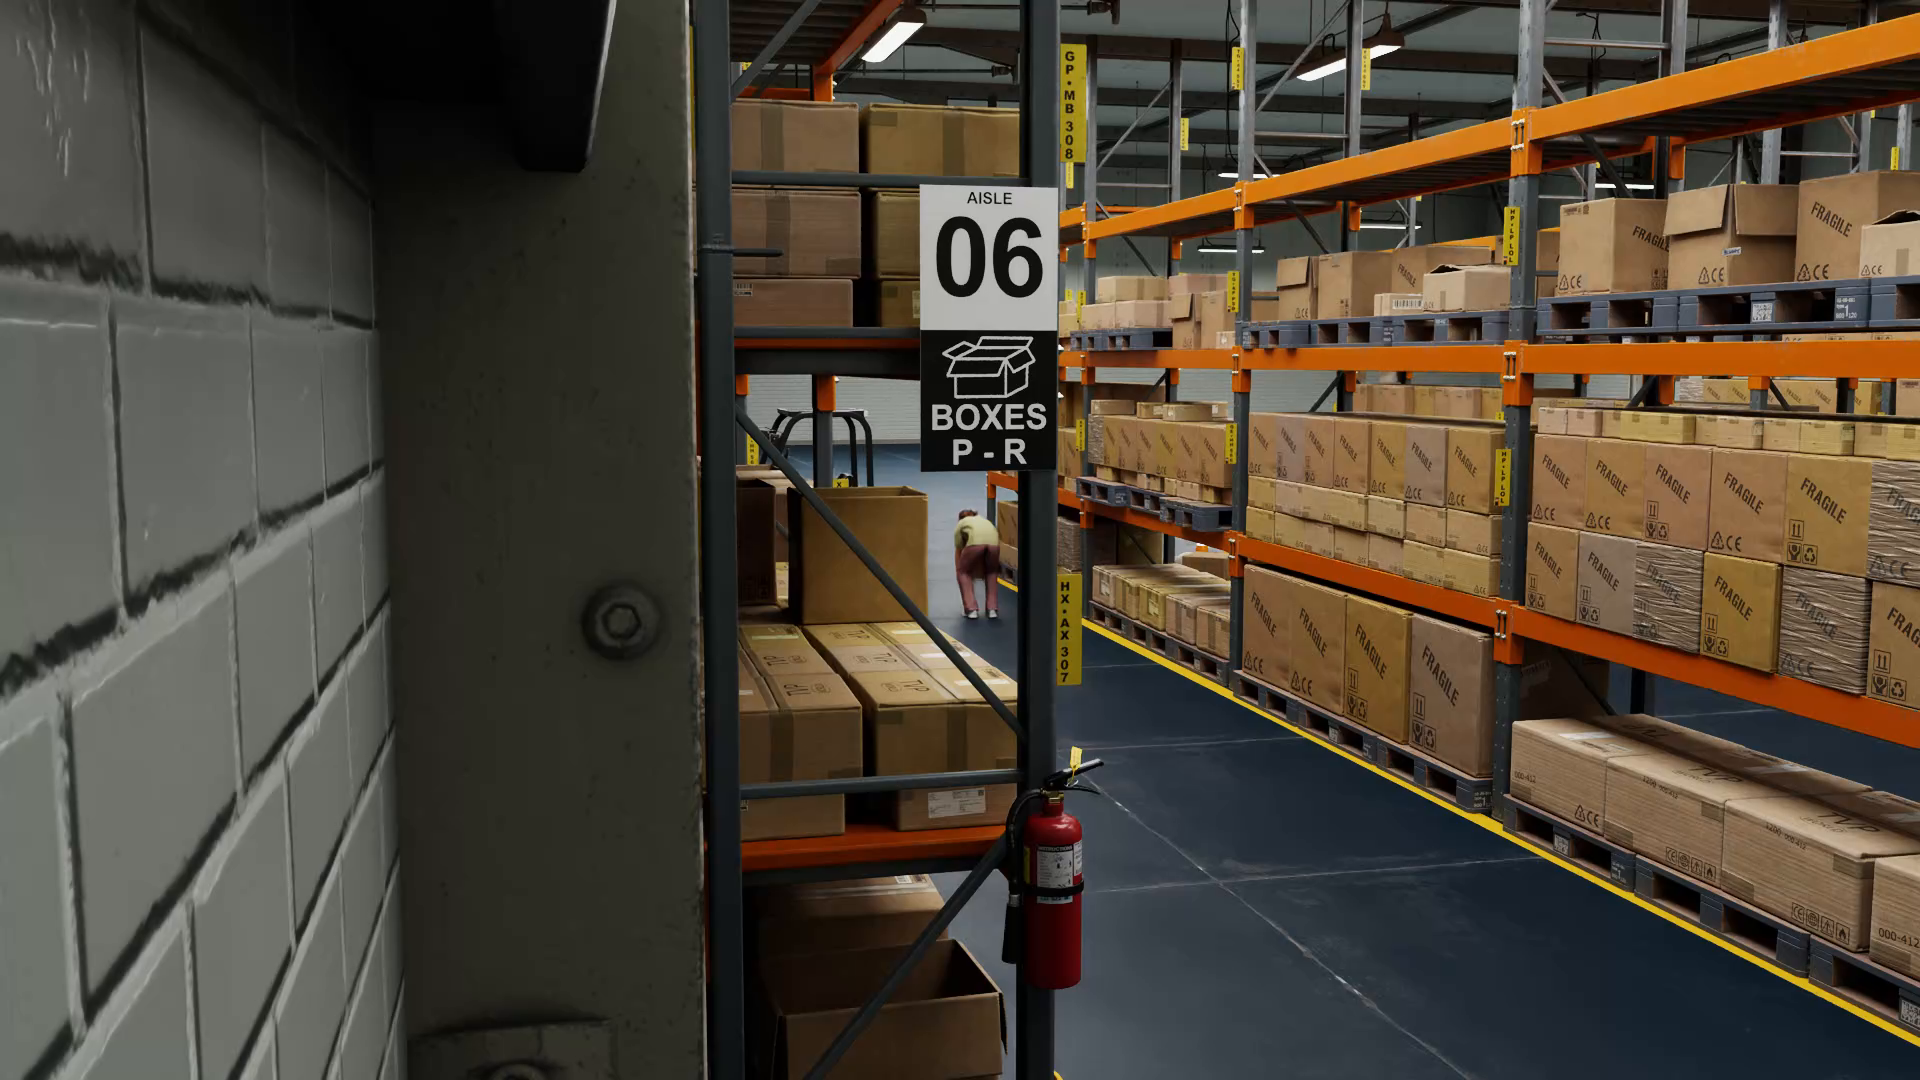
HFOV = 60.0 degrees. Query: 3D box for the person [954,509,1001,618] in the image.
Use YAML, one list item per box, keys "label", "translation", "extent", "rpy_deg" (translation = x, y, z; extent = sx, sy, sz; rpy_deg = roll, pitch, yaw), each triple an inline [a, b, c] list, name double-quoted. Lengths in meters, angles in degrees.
- label: "person"
  translation: [0.164, 0.240, 17.790]
  extent: [0.450, 1.121, 0.858]
  rpy_deg: [-2, 6, -16]
